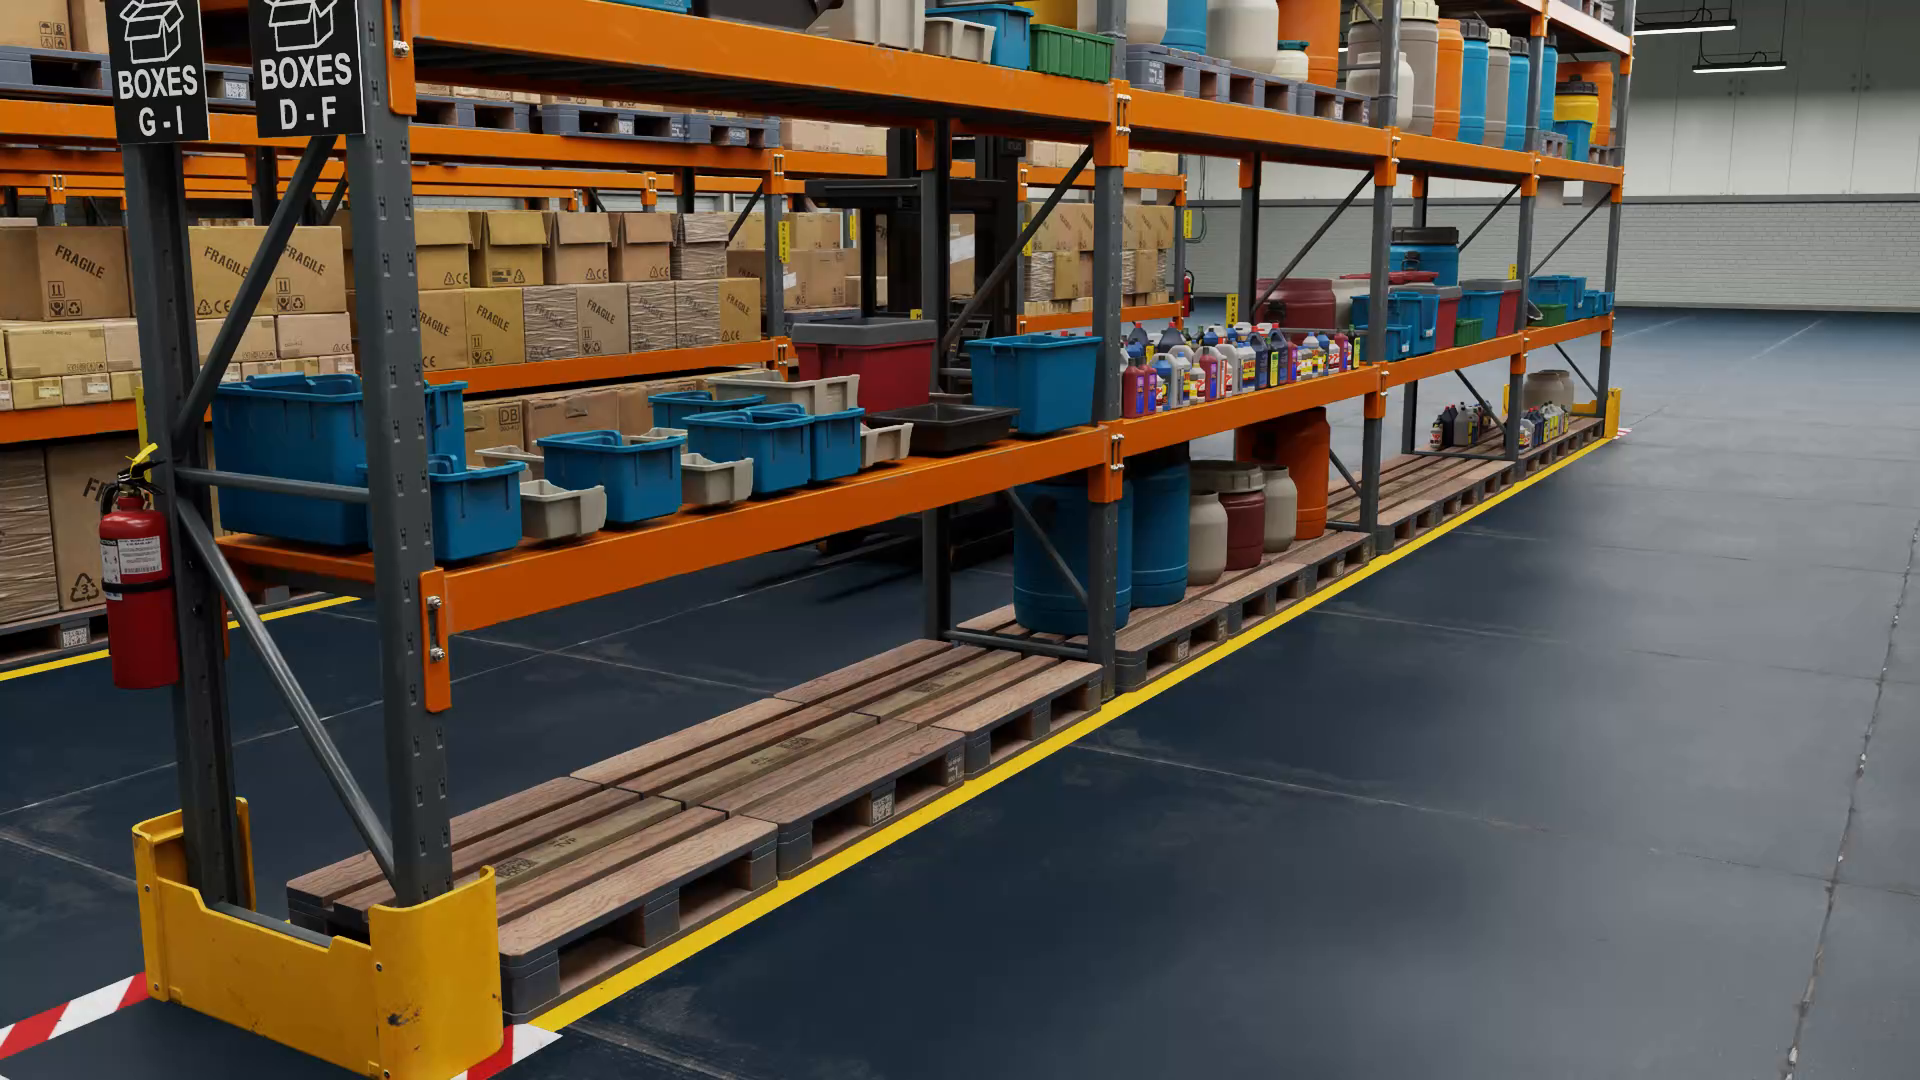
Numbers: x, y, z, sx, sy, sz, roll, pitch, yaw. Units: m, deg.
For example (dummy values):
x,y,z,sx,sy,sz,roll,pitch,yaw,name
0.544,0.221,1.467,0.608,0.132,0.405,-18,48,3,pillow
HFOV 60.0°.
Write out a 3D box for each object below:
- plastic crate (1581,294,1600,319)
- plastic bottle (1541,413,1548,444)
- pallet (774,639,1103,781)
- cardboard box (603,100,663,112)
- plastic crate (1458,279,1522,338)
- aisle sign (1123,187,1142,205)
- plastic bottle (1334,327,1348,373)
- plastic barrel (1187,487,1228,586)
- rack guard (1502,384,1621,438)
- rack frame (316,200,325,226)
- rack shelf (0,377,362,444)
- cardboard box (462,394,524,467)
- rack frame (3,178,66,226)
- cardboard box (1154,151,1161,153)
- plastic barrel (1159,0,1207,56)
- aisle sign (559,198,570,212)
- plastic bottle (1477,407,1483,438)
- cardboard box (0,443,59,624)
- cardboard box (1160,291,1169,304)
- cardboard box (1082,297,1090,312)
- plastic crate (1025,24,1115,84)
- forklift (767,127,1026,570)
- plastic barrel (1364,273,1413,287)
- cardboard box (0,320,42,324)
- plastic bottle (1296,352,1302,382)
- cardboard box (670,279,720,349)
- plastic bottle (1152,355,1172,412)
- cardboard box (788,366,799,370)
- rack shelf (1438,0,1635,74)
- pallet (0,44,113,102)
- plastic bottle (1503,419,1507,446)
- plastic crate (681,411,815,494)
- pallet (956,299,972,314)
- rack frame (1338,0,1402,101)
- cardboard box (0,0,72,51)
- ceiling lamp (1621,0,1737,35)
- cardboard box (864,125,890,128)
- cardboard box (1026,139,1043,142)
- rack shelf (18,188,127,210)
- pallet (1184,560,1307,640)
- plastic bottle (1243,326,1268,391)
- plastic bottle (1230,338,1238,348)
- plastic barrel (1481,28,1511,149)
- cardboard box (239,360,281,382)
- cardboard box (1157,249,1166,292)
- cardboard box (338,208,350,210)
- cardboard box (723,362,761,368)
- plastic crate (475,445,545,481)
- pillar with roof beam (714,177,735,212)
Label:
x,y,z,sx,sy,sz,roll,pitch,yaw,name
6.158,-2.369,16.778,0.499,0.251,0.408,6,12,31,plastic crate
5.420,-1.042,15.471,0.061,0.283,0.133,7,13,33,plastic bottle
-0.075,0.726,7.418,1.003,0.211,1.213,6,12,31,pallet
-2.511,-3.349,12.044,0.500,0.500,0.500,7,13,34,cardboard box
4.437,-1.948,13.951,0.402,0.464,0.583,6,12,31,plastic crate
2.047,-4.441,20.373,0.394,0.787,0.004,6,12,31,aisle sign
2.385,-1.195,10.418,0.061,0.283,0.133,6,12,31,plastic bottle
1.308,-0.023,9.461,0.421,0.512,0.421,0,11,0,plastic barrel
6.505,-1.406,18.022,1.175,0.500,0.348,6,12,31,rack guard
-10.443,-4.545,27.994,1.000,3.000,0.127,6,12,31,rack frame
-4.998,-0.569,8.712,1.077,0.370,4.000,6,12,31,rack shelf
-3.644,-0.502,11.031,1.225,0.875,0.875,6,12,31,cardboard box
-10.352,-2.813,18.744,1.000,3.000,0.127,6,12,31,rack frame
2.110,-4.564,19.271,0.380,0.149,0.250,6,12,28,cardboard box
1.029,-2.974,8.950,0.600,0.901,0.708,6,12,31,plastic barrel
-5.919,-5.331,25.129,0.394,0.787,0.004,6,12,31,aisle sign
4.962,-1.128,15.930,0.061,0.283,0.133,6,12,31,plastic bottle
-5.300,-0.022,8.466,0.875,0.875,0.875,6,12,31,cardboard box
2.299,-2.937,20.086,0.380,0.149,0.250,6,12,31,cardboard box
1.191,-2.576,18.160,0.380,0.149,0.250,6,12,31,cardboard box
0.312,-2.039,7.032,0.450,0.188,0.662,6,12,31,plastic crate
-0.325,-1.341,11.069,1.130,2.935,3.031,6,12,30,forklift
3.362,-1.844,13.199,0.433,0.535,0.433,0,11,0,plastic barrel
-5.216,-1.024,8.788,0.500,0.250,0.500,6,12,31,cardboard box
1.956,-1.031,9.766,0.097,0.201,0.097,0,11,0,plastic bottle
-2.191,-1.736,12.721,0.500,0.500,0.500,6,12,30,cardboard box
0.993,-0.774,8.201,0.097,0.271,0.097,0,11,0,plastic bottle
-1.294,-1.415,14.836,0.500,0.250,0.500,8,13,37,cardboard box
5.466,-4.735,15.750,1.077,0.370,4.000,6,12,31,rack shelf
-5.027,-2.349,8.356,1.003,0.211,1.213,6,12,31,pallet
5.078,-1.038,15.263,0.144,0.351,0.185,6,12,31,plastic bottle
-0.710,-0.297,5.594,0.416,0.233,0.300,6,12,31,plastic crate
-0.327,-2.295,16.497,1.003,0.211,1.213,6,12,31,pallet
2.351,-4.342,10.607,1.000,3.000,0.127,6,12,31,rack frame
-4.990,-2.735,8.489,0.700,0.500,0.500,7,13,33,cardboard box
13.674,-11.183,31.285,2.000,3.185,0.800,6,12,31,ceiling lamp
-0.897,-3.844,14.469,0.500,0.500,0.500,6,12,29,cardboard box
0.626,-4.114,16.864,0.380,0.149,0.250,6,12,29,cardboard box
-13.558,-4.722,22.744,1.077,0.370,4.000,6,12,31,rack shelf
1.343,0.297,9.711,1.003,0.211,1.213,6,12,31,pallet
1.628,-1.014,9.266,0.144,0.351,0.185,6,12,31,plastic bottle
1.726,-1.177,10.542,0.097,0.201,0.097,0,11,0,plastic bottle
4.009,-3.540,13.110,0.600,0.901,0.600,0,11,0,plastic barrel
-4.105,-0.954,9.494,0.380,0.149,0.250,6,12,30,cardboard box
1.962,-3.236,19.923,0.875,0.500,0.500,6,12,31,cardboard box
-7.862,-4.178,22.234,0.700,0.500,0.500,6,12,30,cardboard box
-3.141,-2.382,21.072,0.875,0.875,0.875,6,12,31,cardboard box
-1.371,-0.225,5.471,0.396,0.136,0.243,6,12,31,plastic crate
-1.665,-8.946,35.201,9.100,9.000,0.548,6,12,31,pillar with roof beam
